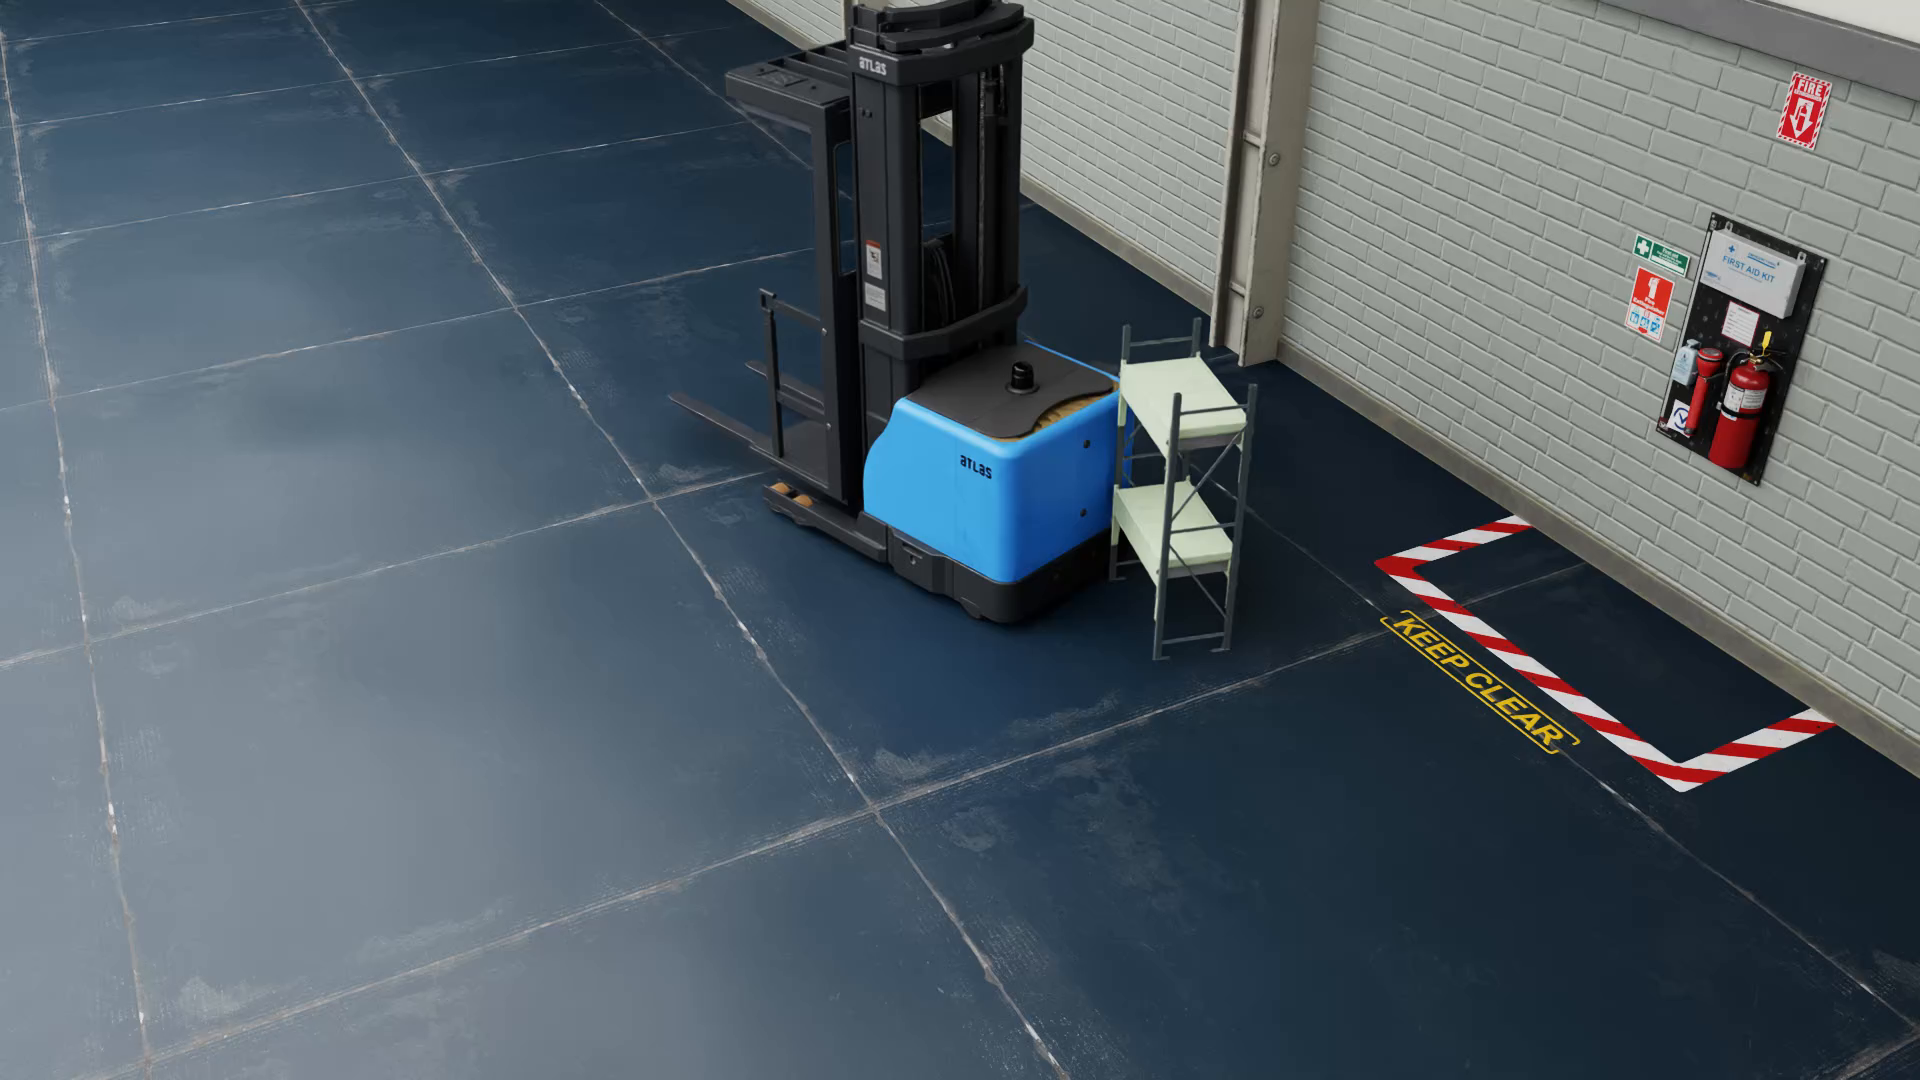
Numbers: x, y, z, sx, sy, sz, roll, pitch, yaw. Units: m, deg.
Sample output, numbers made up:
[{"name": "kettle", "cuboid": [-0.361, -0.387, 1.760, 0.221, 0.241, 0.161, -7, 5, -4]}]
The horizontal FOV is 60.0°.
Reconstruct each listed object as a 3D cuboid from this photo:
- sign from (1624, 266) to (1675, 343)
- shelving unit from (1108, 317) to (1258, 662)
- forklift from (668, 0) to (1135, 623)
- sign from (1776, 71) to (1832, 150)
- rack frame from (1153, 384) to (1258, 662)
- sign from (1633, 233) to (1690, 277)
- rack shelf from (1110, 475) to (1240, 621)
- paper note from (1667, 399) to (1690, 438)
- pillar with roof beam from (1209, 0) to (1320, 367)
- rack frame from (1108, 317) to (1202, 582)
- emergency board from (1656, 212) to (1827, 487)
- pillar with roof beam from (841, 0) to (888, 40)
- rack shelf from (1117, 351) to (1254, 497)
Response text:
[{"name": "sign", "cuboid": [3.436, -1.176, 8.290, 0.001, 0.329, 0.234, -16, 36, -23]}, {"name": "shelving unit", "cuboid": [1.078, -0.244, 8.260, 0.431, 1.500, 0.755, -7, 33, -11]}, {"name": "forklift", "cuboid": [-0.484, -1.497, 8.889, 3.031, 2.935, 1.130, 28, 42, 36]}, {"name": "sign", "cuboid": [3.687, -1.876, 7.267, 0.001, 0.298, 0.199, -16, 36, -23]}, {"name": "rack frame", "cuboid": [1.163, -0.052, 7.960, 0.400, 1.500, 0.023, -7, 33, -11]}, {"name": "sign", "cuboid": [3.430, -1.394, 8.140, 0.001, 0.109, 0.331, -16, 36, -23]}, {"name": "rack shelf", "cuboid": [1.078, 0.030, 8.436, 0.431, 0.370, 0.720, -7, 33, -11]}, {"name": "paper note", "cuboid": [3.581, -0.602, 8.244, 0.016, 0.148, 0.142, -16, 36, -23]}, {"name": "pillar with roof beam", "cuboid": [-1.885, -3.989, 7.152, 9.100, 9.000, 0.400, -16, 36, -23]}, {"name": "rack frame", "cuboid": [0.994, -0.437, 8.560, 0.400, 1.500, 0.023, -7, 33, -11]}, {"name": "emergency board", "cuboid": [3.602, -0.871, 7.847, 0.194, 1.169, 0.643, -16, 36, -23]}, {"name": "pillar with roof beam", "cuboid": [-4.683, -6.852, 11.622, 9.100, 9.000, 0.400, -16, 36, -23]}, {"name": "rack shelf", "cuboid": [1.078, -0.573, 8.049, 0.431, 0.370, 0.720, -7, 33, -11]}]
